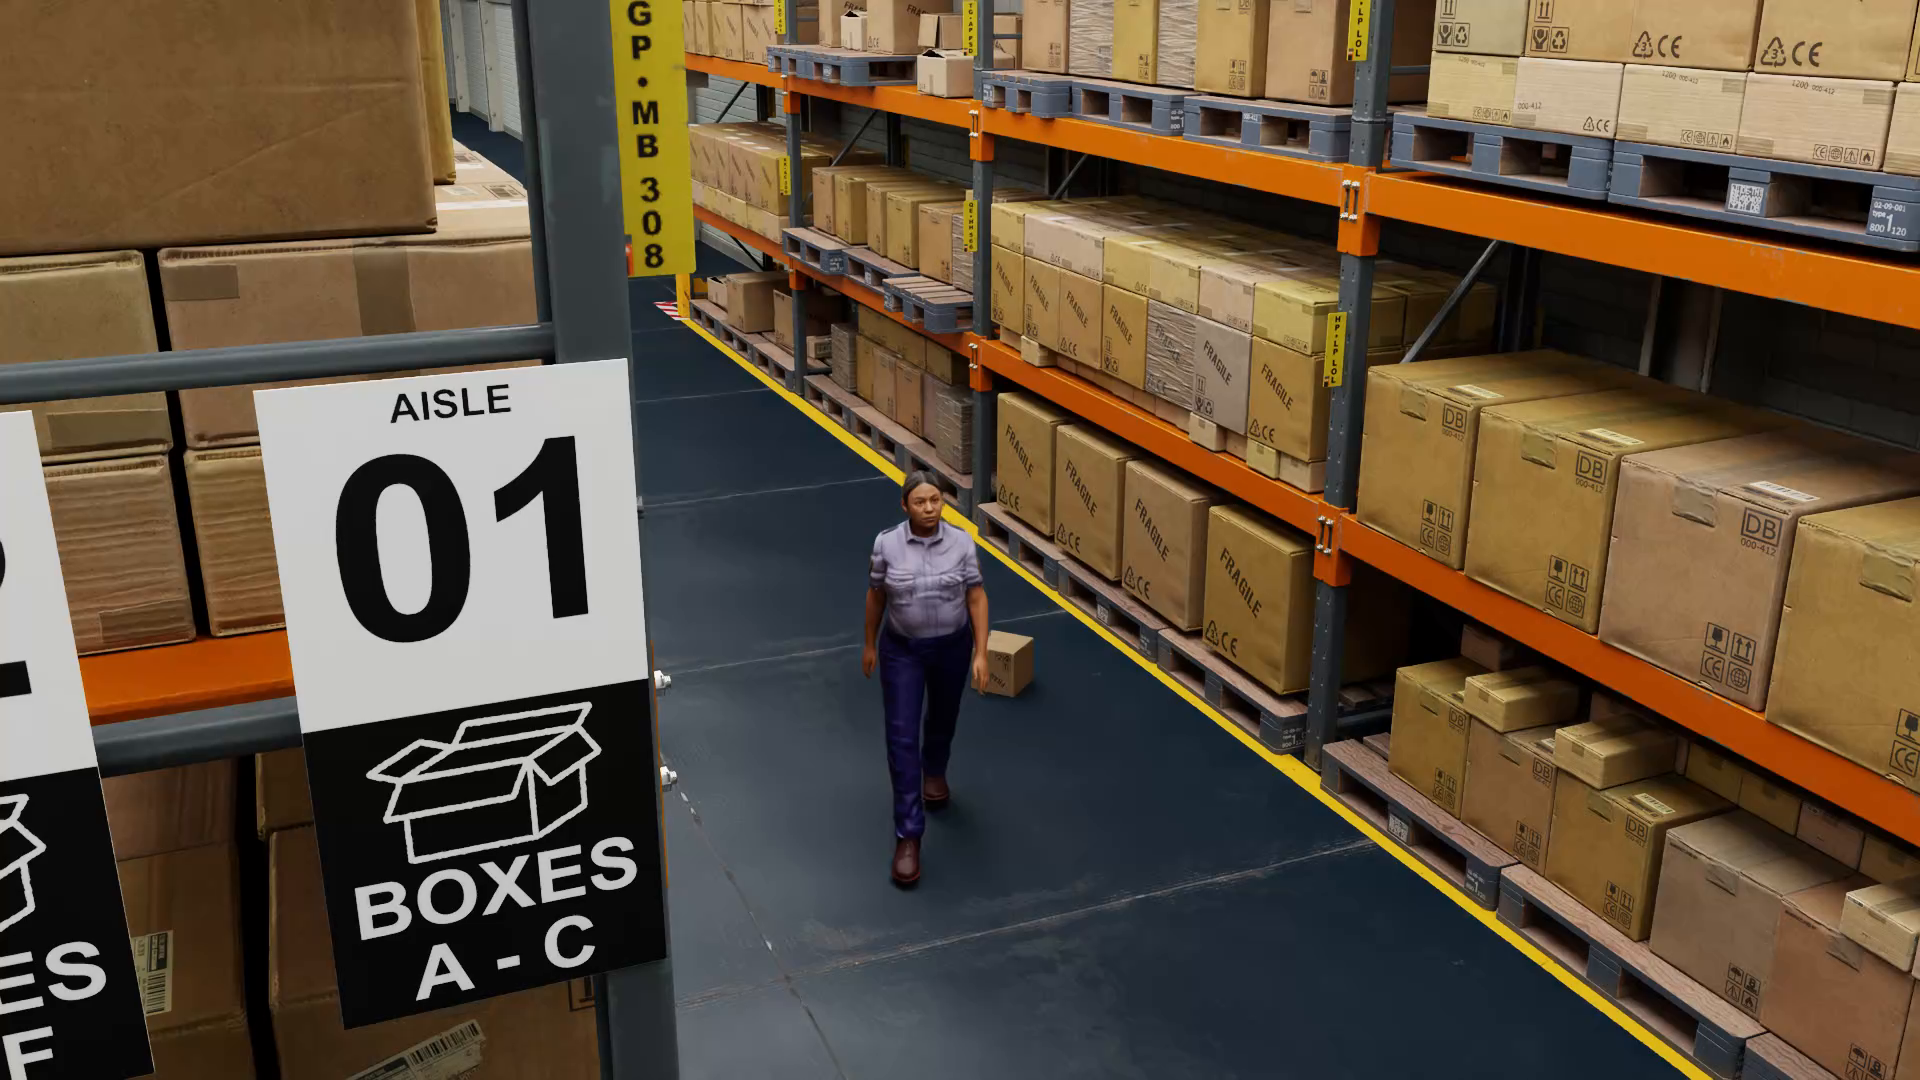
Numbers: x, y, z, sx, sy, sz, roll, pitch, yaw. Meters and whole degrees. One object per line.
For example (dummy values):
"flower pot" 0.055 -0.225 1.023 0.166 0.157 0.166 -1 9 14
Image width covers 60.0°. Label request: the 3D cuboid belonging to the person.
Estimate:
"person" -0.130 0.505 7.084 0.517 1.607 0.933 -4 19 -11
